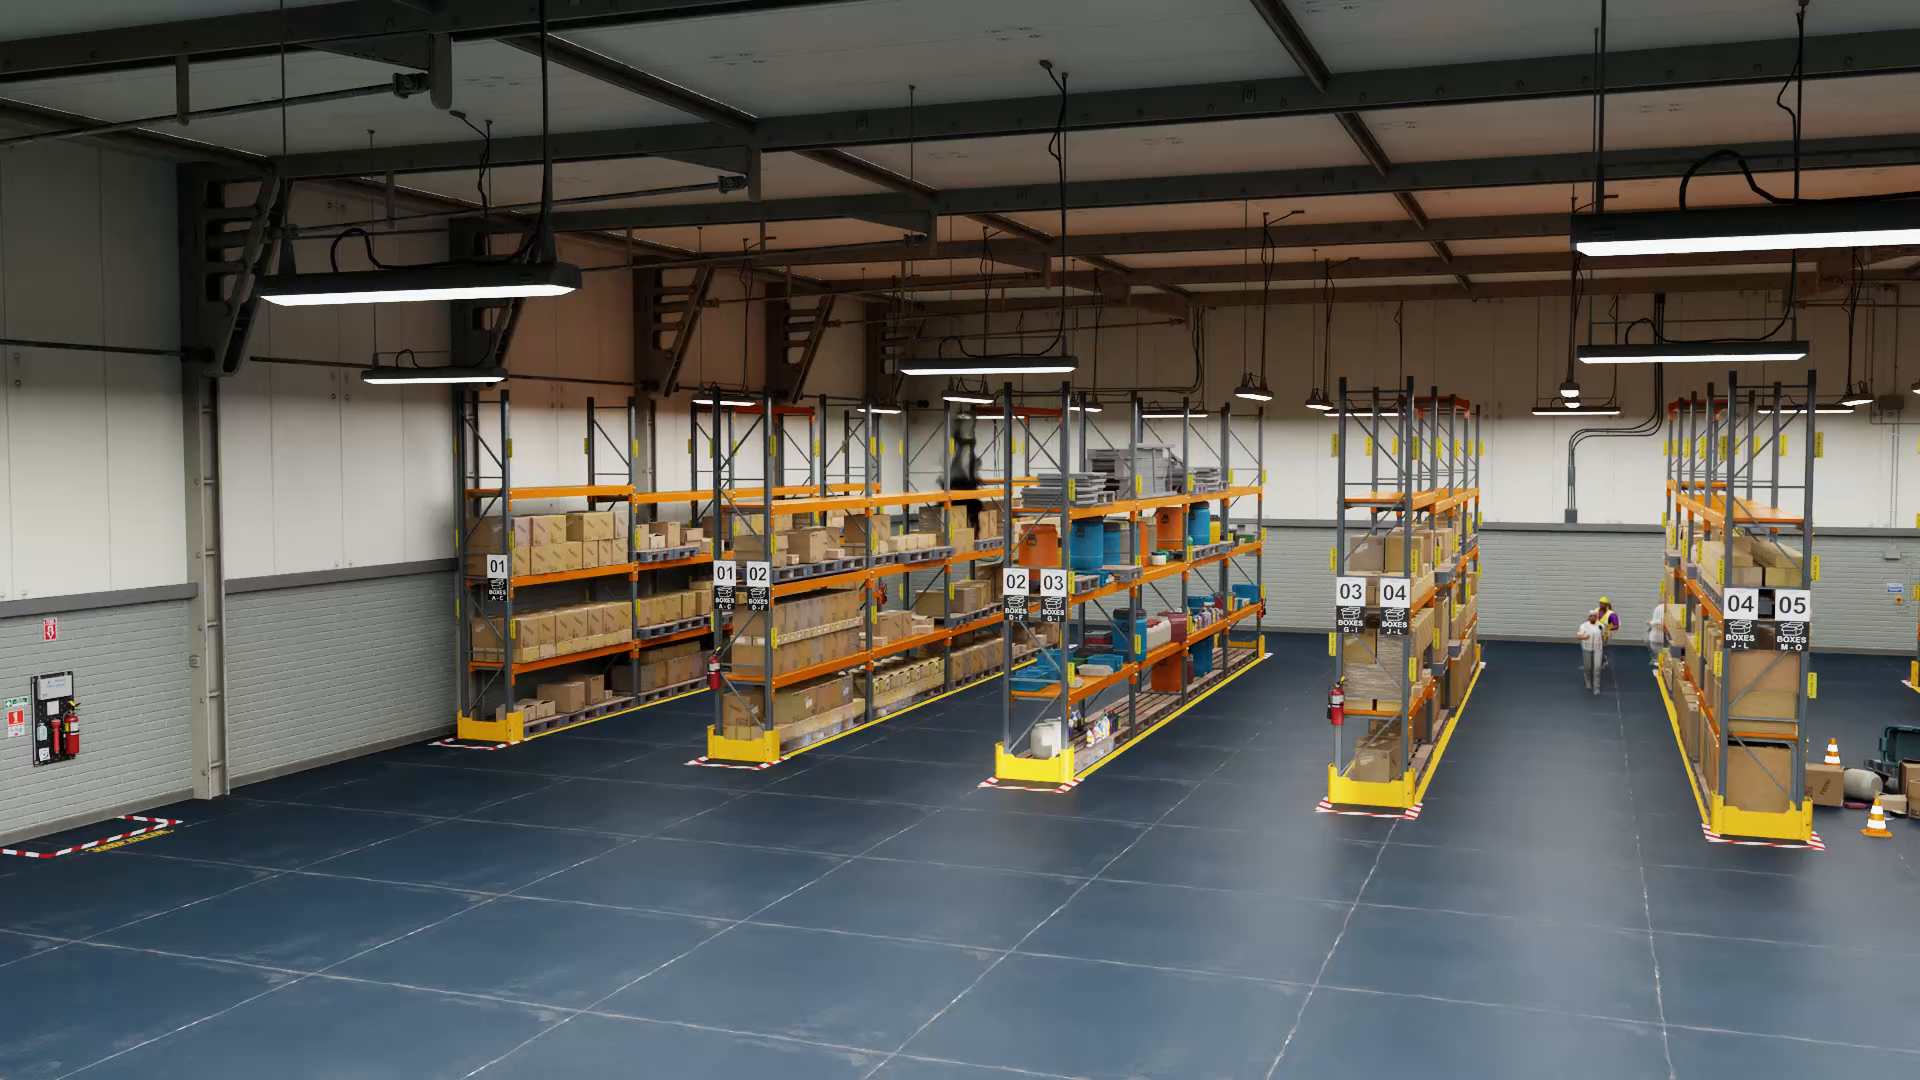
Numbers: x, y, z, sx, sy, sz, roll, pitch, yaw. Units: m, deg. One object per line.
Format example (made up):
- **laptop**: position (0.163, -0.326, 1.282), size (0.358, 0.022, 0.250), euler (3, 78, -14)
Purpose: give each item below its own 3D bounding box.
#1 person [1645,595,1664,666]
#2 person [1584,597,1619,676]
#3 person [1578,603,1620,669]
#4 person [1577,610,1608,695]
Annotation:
- **person**: position (15.928, 2.064, 37.986), size (0.578, 1.733, 0.819), euler (2, 4, 31)
- **person**: position (14.164, 2.134, 36.703), size (0.743, 1.750, 0.855), euler (3, 4, 40)
- **person**: position (14.436, 2.162, 37.480), size (0.776, 1.536, 0.571), euler (-1, 3, -24)
- **person**: position (12.957, 2.277, 34.077), size (0.598, 1.690, 0.875), euler (1, 3, 19)
